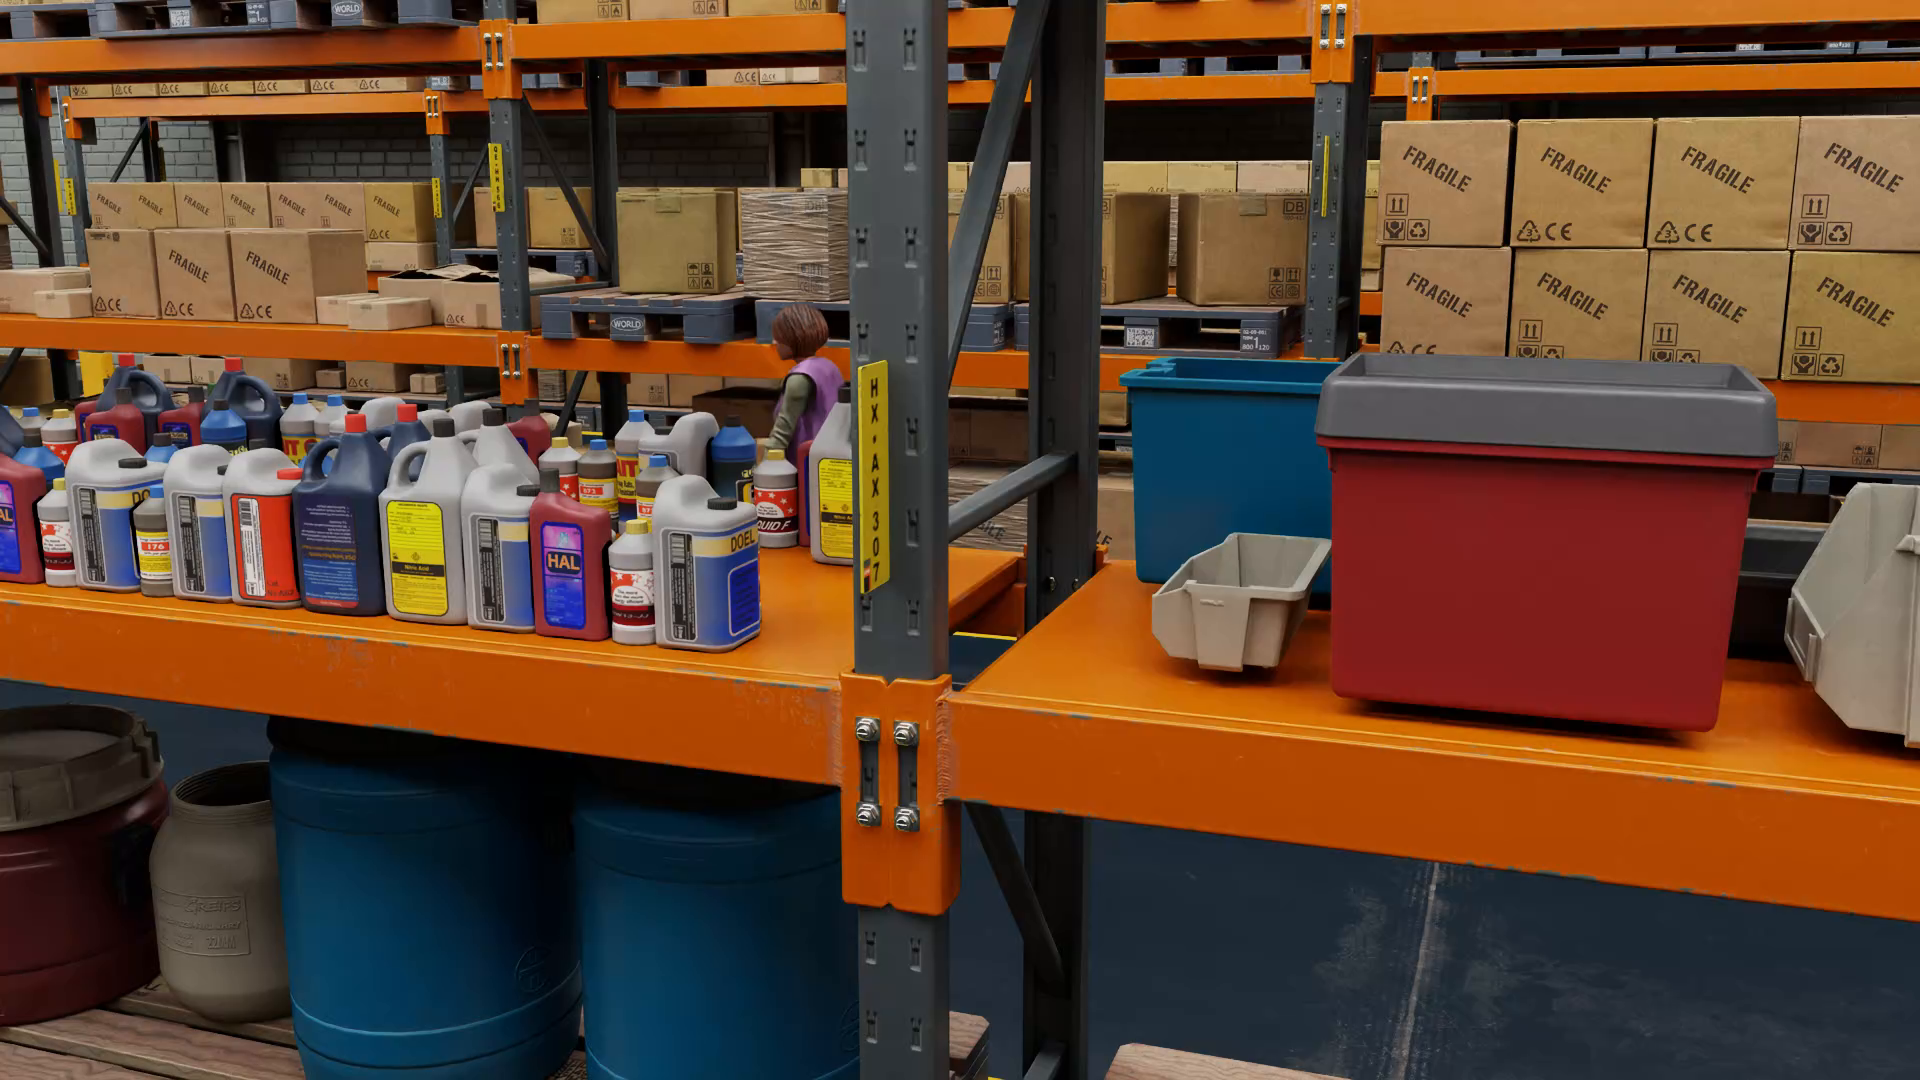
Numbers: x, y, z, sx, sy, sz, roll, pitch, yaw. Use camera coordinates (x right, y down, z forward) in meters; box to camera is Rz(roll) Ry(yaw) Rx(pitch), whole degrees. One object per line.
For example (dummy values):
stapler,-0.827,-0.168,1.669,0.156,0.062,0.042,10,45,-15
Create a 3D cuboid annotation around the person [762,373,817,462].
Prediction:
person,-0.577,-0.051,6.848,0.386,1.342,0.373,4,13,17
